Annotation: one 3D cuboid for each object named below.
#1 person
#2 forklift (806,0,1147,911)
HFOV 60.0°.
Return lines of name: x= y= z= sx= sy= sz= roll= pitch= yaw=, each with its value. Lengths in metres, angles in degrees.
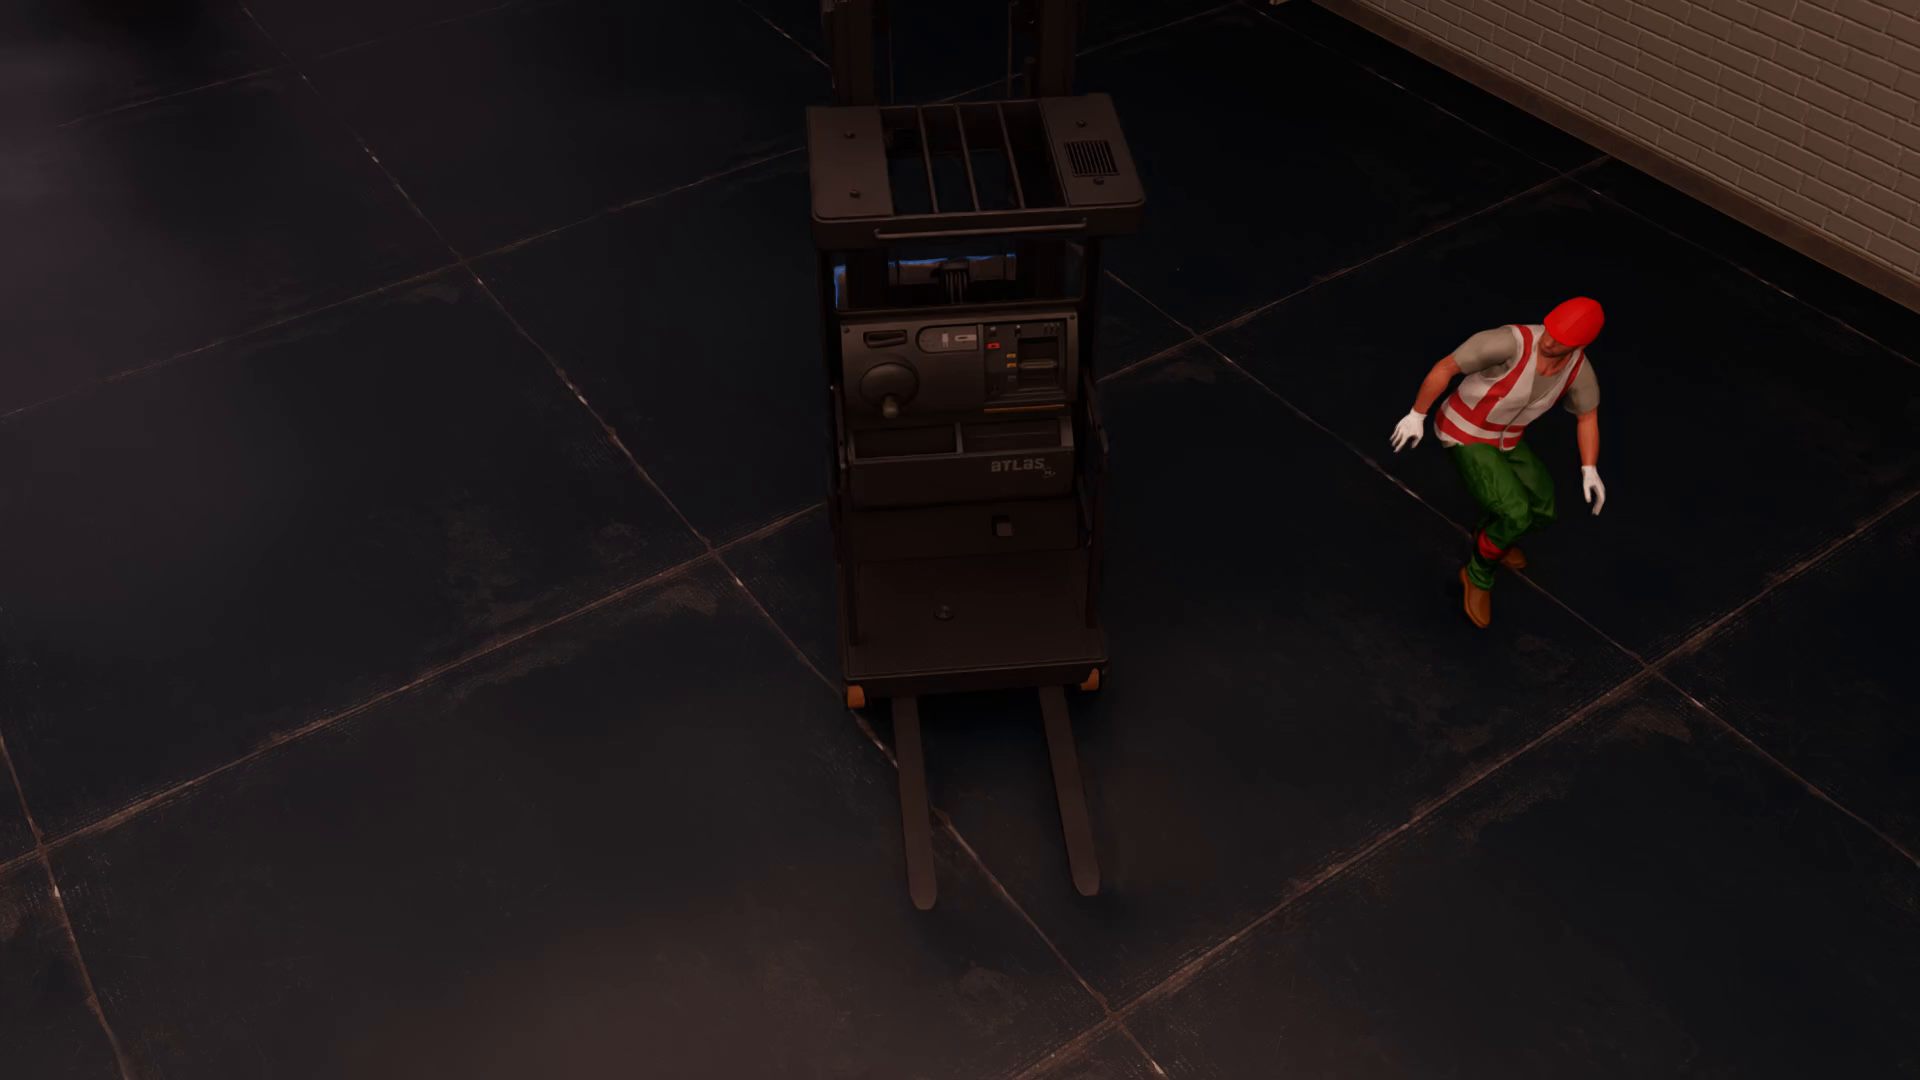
person: x=2.368 y=-0.372 z=7.159 sx=0.789 sy=1.554 sz=0.740 roll=-17 pitch=45 yaw=-18
forklift: x=0.026 y=-0.604 z=6.371 sx=1.130 sy=2.935 sz=3.031 roll=-4 pitch=43 yaw=-4
